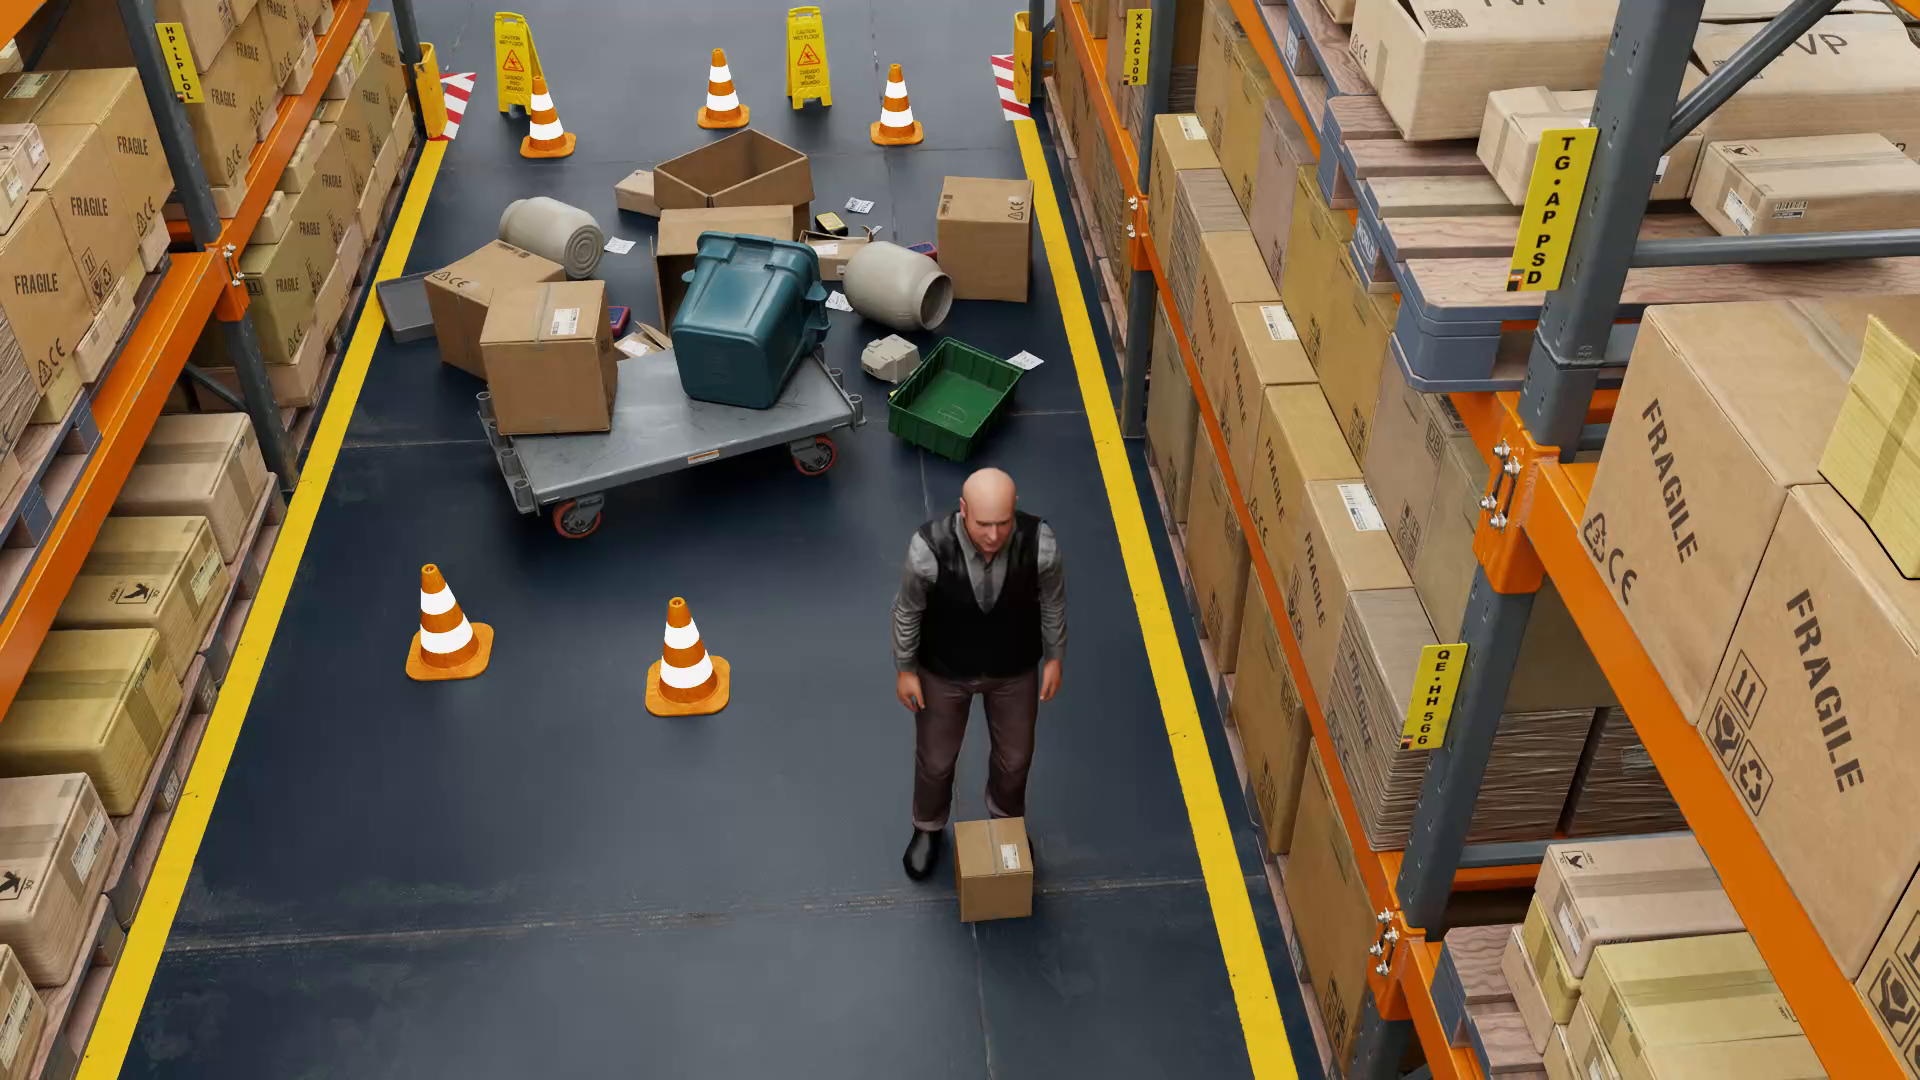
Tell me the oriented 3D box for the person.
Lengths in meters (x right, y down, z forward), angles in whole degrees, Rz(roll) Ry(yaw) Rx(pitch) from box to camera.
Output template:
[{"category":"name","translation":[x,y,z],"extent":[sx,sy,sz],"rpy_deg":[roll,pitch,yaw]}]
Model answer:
[{"category":"person","translation":[0.066,0.439,5.665],"extent":[0.587,1.562,0.412],"rpy_deg":[-4,39,-5]}]
